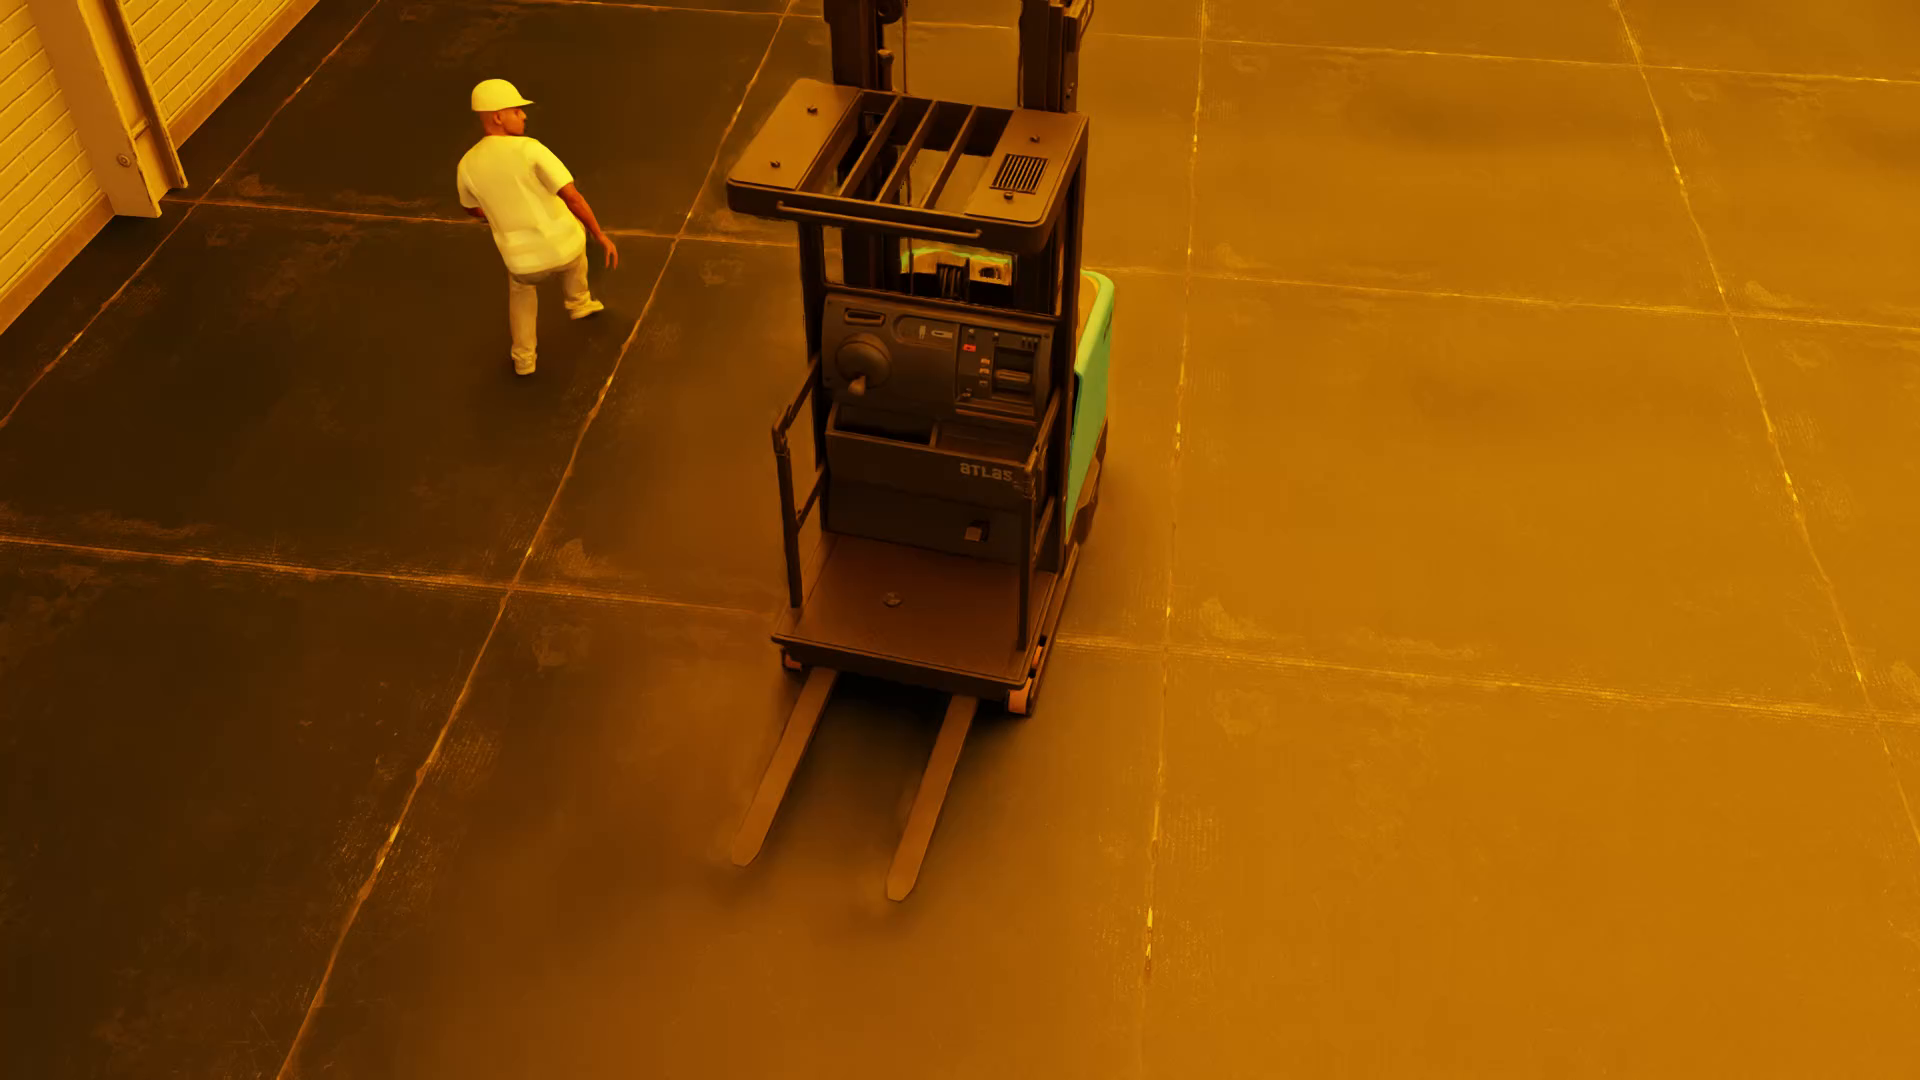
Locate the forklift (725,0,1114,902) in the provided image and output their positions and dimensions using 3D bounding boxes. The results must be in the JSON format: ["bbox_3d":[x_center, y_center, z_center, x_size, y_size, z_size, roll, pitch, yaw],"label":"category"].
[{"bbox_3d":[-0.148,-0.632,6.413,1.130,2.935,3.031,10,44,11],"label":"forklift"}]

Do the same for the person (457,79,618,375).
[{"bbox_3d":[-2.134,-1.625,8.542,0.810,1.544,0.774,-2,43,-2],"label":"person"}]
